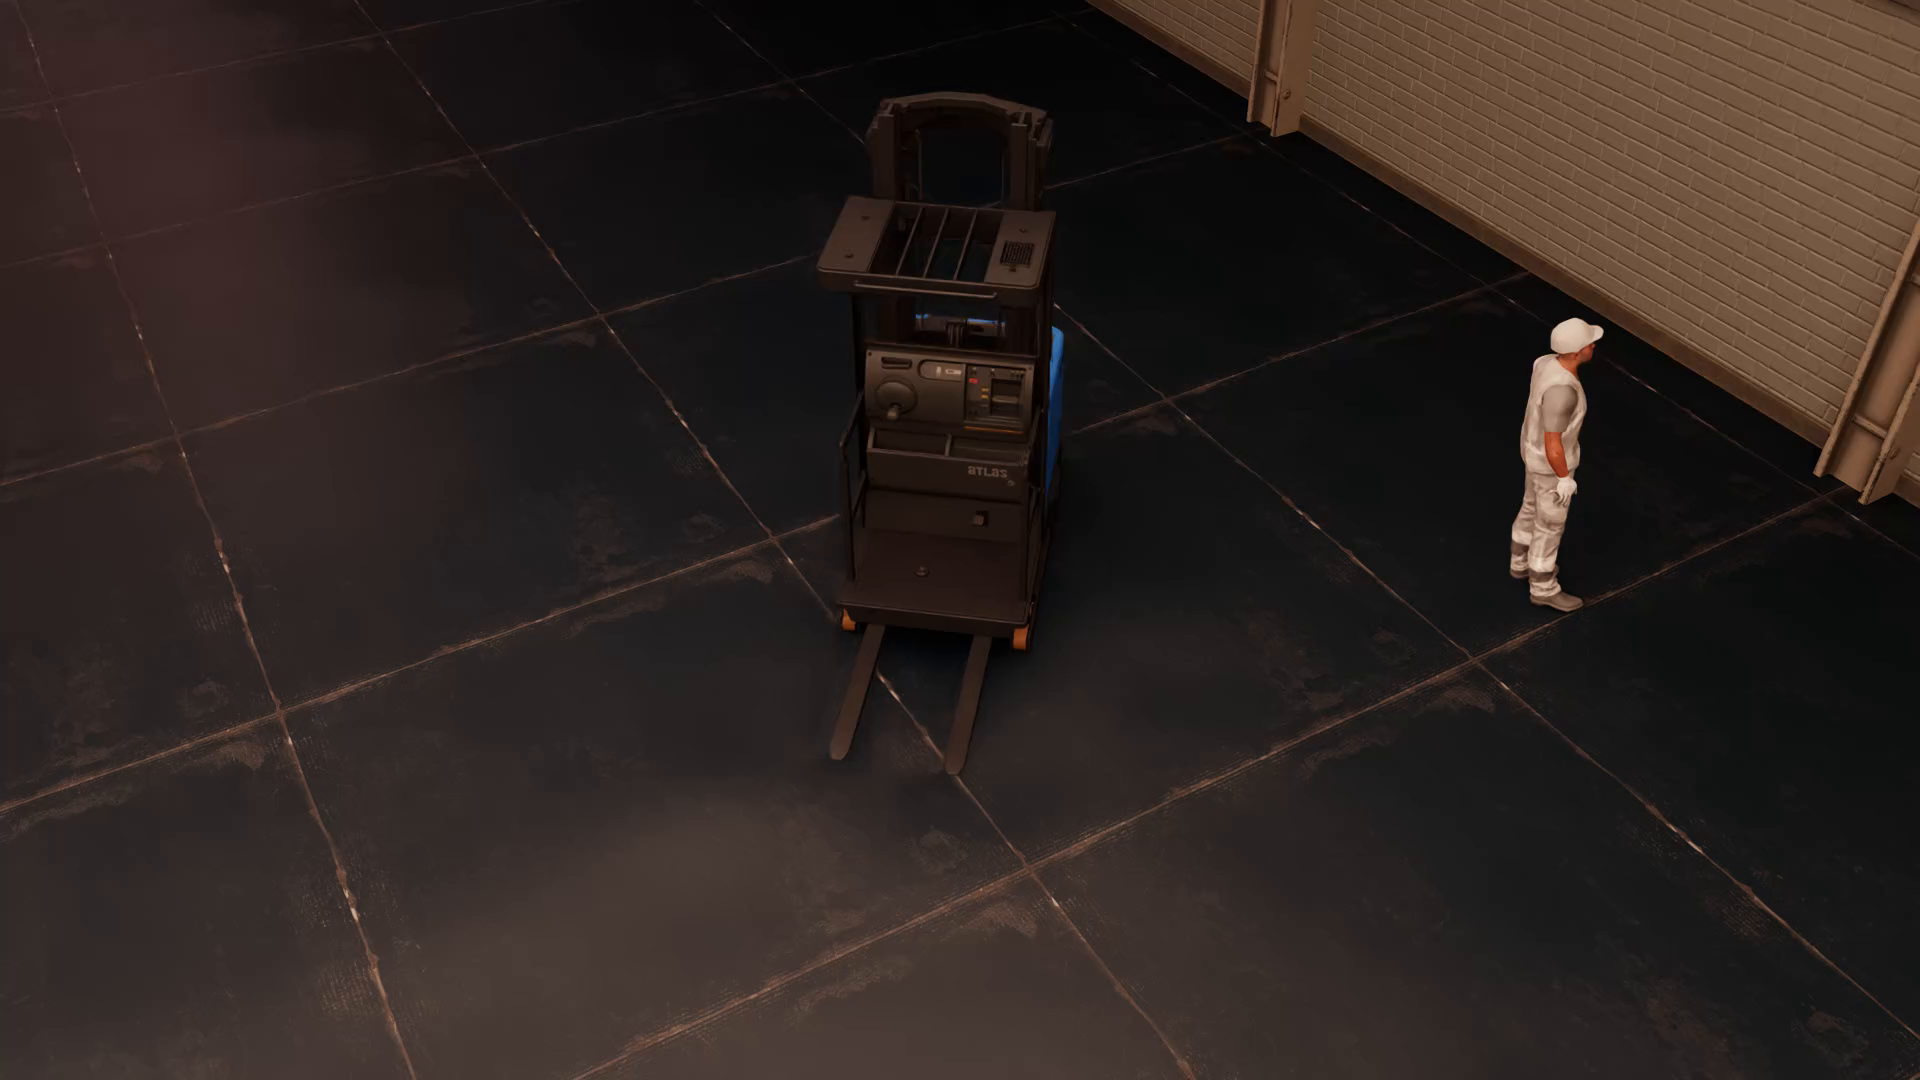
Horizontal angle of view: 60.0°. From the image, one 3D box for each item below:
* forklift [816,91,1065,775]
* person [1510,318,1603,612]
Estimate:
[{"bbox_3d":[-0.093,-0.742,8.931,1.130,2.935,3.031,6,40,7],"label":"forklift"},{"bbox_3d":[3.439,-0.456,9.474,0.545,1.791,0.636,5,40,6],"label":"person"}]
